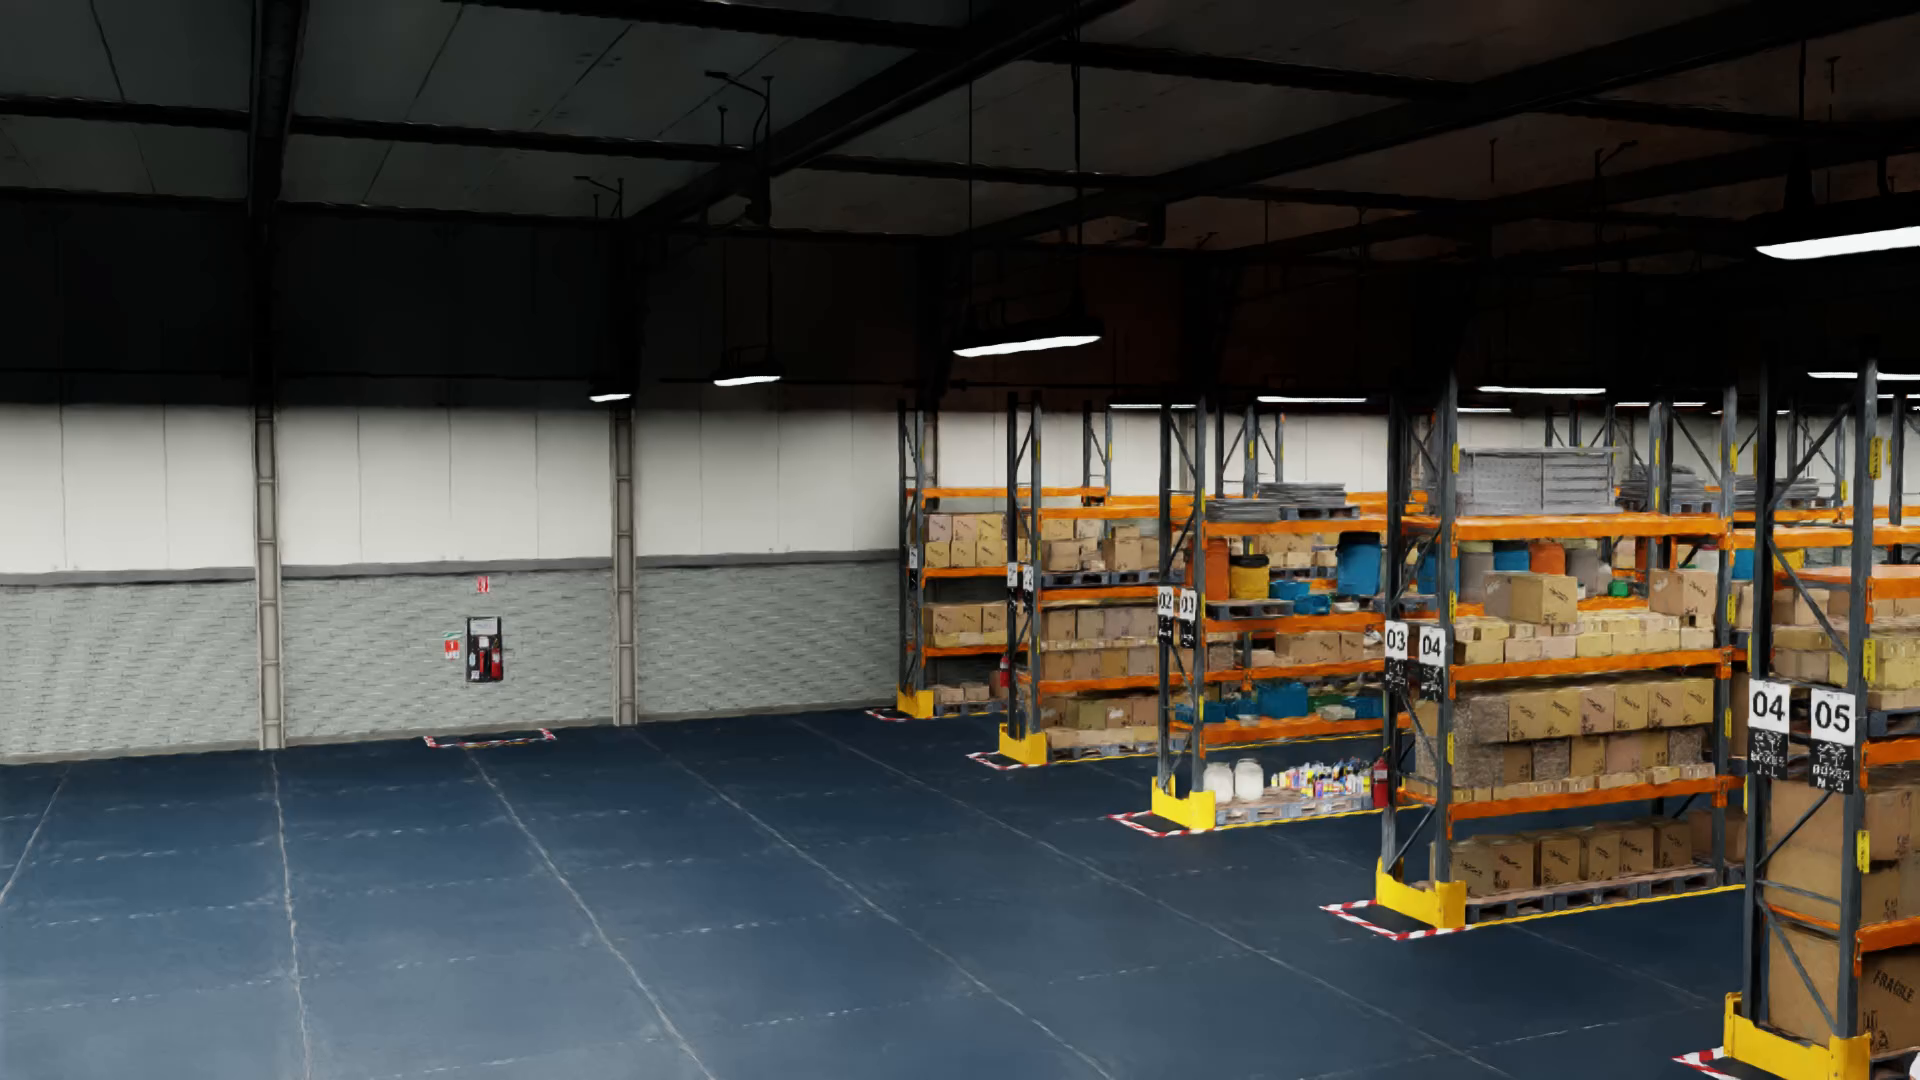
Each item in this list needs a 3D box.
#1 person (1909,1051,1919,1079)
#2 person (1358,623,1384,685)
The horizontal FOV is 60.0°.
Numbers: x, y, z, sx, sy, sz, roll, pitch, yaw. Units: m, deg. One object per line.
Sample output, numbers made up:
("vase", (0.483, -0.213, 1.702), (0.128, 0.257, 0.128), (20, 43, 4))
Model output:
("person", (6.294, 3.702, 10.325), (0.836, 1.703, 0.710), (-3, 4, -40))
("person", (8.181, 2.373, 32.972), (1.029, 1.725, 0.555), (-2, 4, -24))
